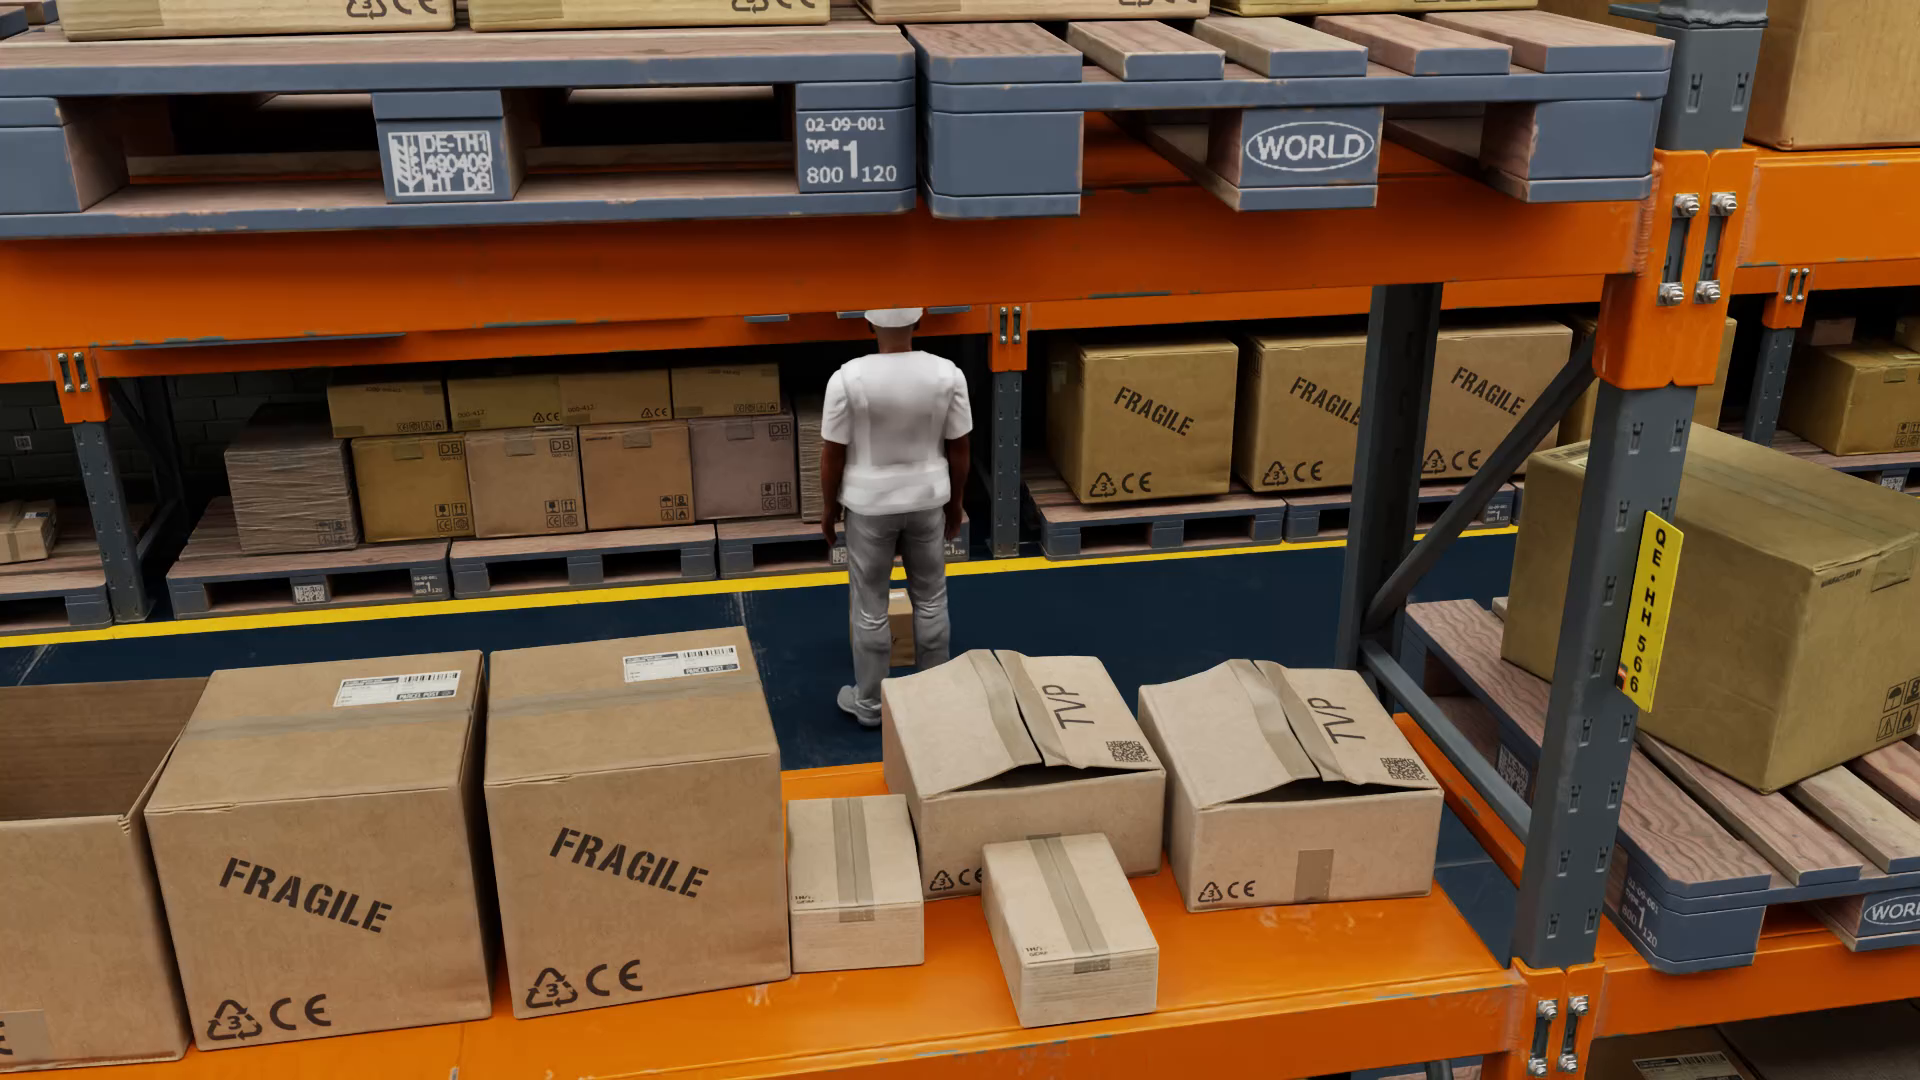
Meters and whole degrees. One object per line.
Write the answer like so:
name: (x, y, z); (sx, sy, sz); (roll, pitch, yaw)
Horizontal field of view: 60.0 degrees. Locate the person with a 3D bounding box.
person: (-0.245, -0.139, 6.340); (0.568, 1.773, 0.343); (-6, 24, -14)
